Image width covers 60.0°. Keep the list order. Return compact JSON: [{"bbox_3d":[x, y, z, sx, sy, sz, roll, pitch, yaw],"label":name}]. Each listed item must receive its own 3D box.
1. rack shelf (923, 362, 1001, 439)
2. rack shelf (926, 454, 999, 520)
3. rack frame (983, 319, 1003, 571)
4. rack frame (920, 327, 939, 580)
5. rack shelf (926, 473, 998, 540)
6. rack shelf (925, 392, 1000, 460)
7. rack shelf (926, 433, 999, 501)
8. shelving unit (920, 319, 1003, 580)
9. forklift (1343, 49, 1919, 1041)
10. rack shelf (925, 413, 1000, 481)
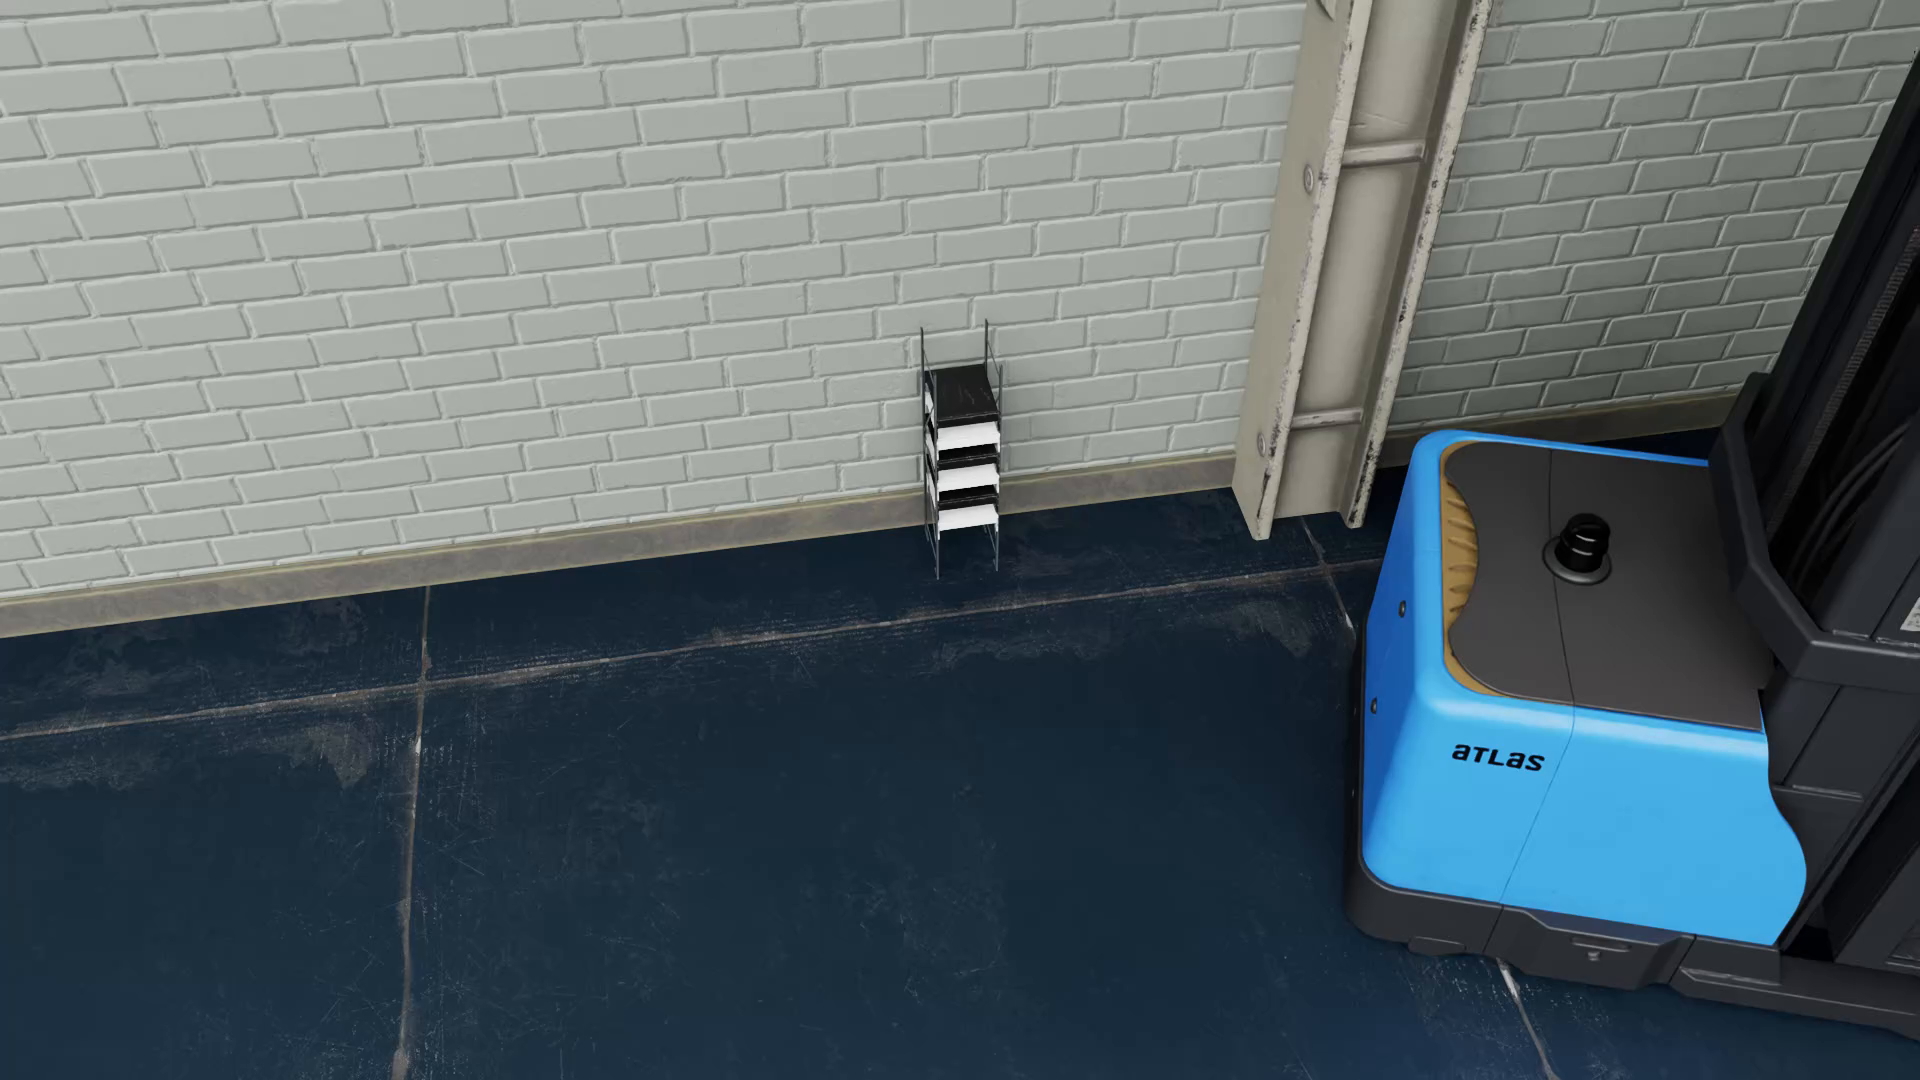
[{"bbox_3d":[0.003,-0.440,5.221,0.200,0.077,0.258,-8,47,-8],"label":"rack shelf"},{"bbox_3d":[0.003,-0.191,5.480,0.200,0.077,0.258,-8,47,-8],"label":"rack shelf"},{"bbox_3d":[0.103,-0.291,5.405,0.006,0.900,0.240,-8,47,-8],"label":"rack frame"},{"bbox_3d":[-0.097,-0.263,5.378,0.006,0.900,0.240,-8,47,-8],"label":"rack frame"},{"bbox_3d":[0.003,-0.129,5.545,0.200,0.077,0.258,-8,47,-8],"label":"rack shelf"},{"bbox_3d":[0.003,-0.378,5.285,0.200,0.077,0.258,-8,47,-8],"label":"rack shelf"},{"bbox_3d":[0.003,-0.253,5.415,0.200,0.077,0.258,-8,47,-8],"label":"rack shelf"},{"bbox_3d":[0.003,-0.277,5.391,0.210,0.900,0.258,-8,47,-8],"label":"shelving unit"},{"bbox_3d":[2.642,-0.052,3.765,3.031,2.935,1.130,8,47,7],"label":"forklift"},{"bbox_3d":[0.003,-0.316,5.350,0.200,0.077,0.258,-8,47,-8],"label":"rack shelf"}]
